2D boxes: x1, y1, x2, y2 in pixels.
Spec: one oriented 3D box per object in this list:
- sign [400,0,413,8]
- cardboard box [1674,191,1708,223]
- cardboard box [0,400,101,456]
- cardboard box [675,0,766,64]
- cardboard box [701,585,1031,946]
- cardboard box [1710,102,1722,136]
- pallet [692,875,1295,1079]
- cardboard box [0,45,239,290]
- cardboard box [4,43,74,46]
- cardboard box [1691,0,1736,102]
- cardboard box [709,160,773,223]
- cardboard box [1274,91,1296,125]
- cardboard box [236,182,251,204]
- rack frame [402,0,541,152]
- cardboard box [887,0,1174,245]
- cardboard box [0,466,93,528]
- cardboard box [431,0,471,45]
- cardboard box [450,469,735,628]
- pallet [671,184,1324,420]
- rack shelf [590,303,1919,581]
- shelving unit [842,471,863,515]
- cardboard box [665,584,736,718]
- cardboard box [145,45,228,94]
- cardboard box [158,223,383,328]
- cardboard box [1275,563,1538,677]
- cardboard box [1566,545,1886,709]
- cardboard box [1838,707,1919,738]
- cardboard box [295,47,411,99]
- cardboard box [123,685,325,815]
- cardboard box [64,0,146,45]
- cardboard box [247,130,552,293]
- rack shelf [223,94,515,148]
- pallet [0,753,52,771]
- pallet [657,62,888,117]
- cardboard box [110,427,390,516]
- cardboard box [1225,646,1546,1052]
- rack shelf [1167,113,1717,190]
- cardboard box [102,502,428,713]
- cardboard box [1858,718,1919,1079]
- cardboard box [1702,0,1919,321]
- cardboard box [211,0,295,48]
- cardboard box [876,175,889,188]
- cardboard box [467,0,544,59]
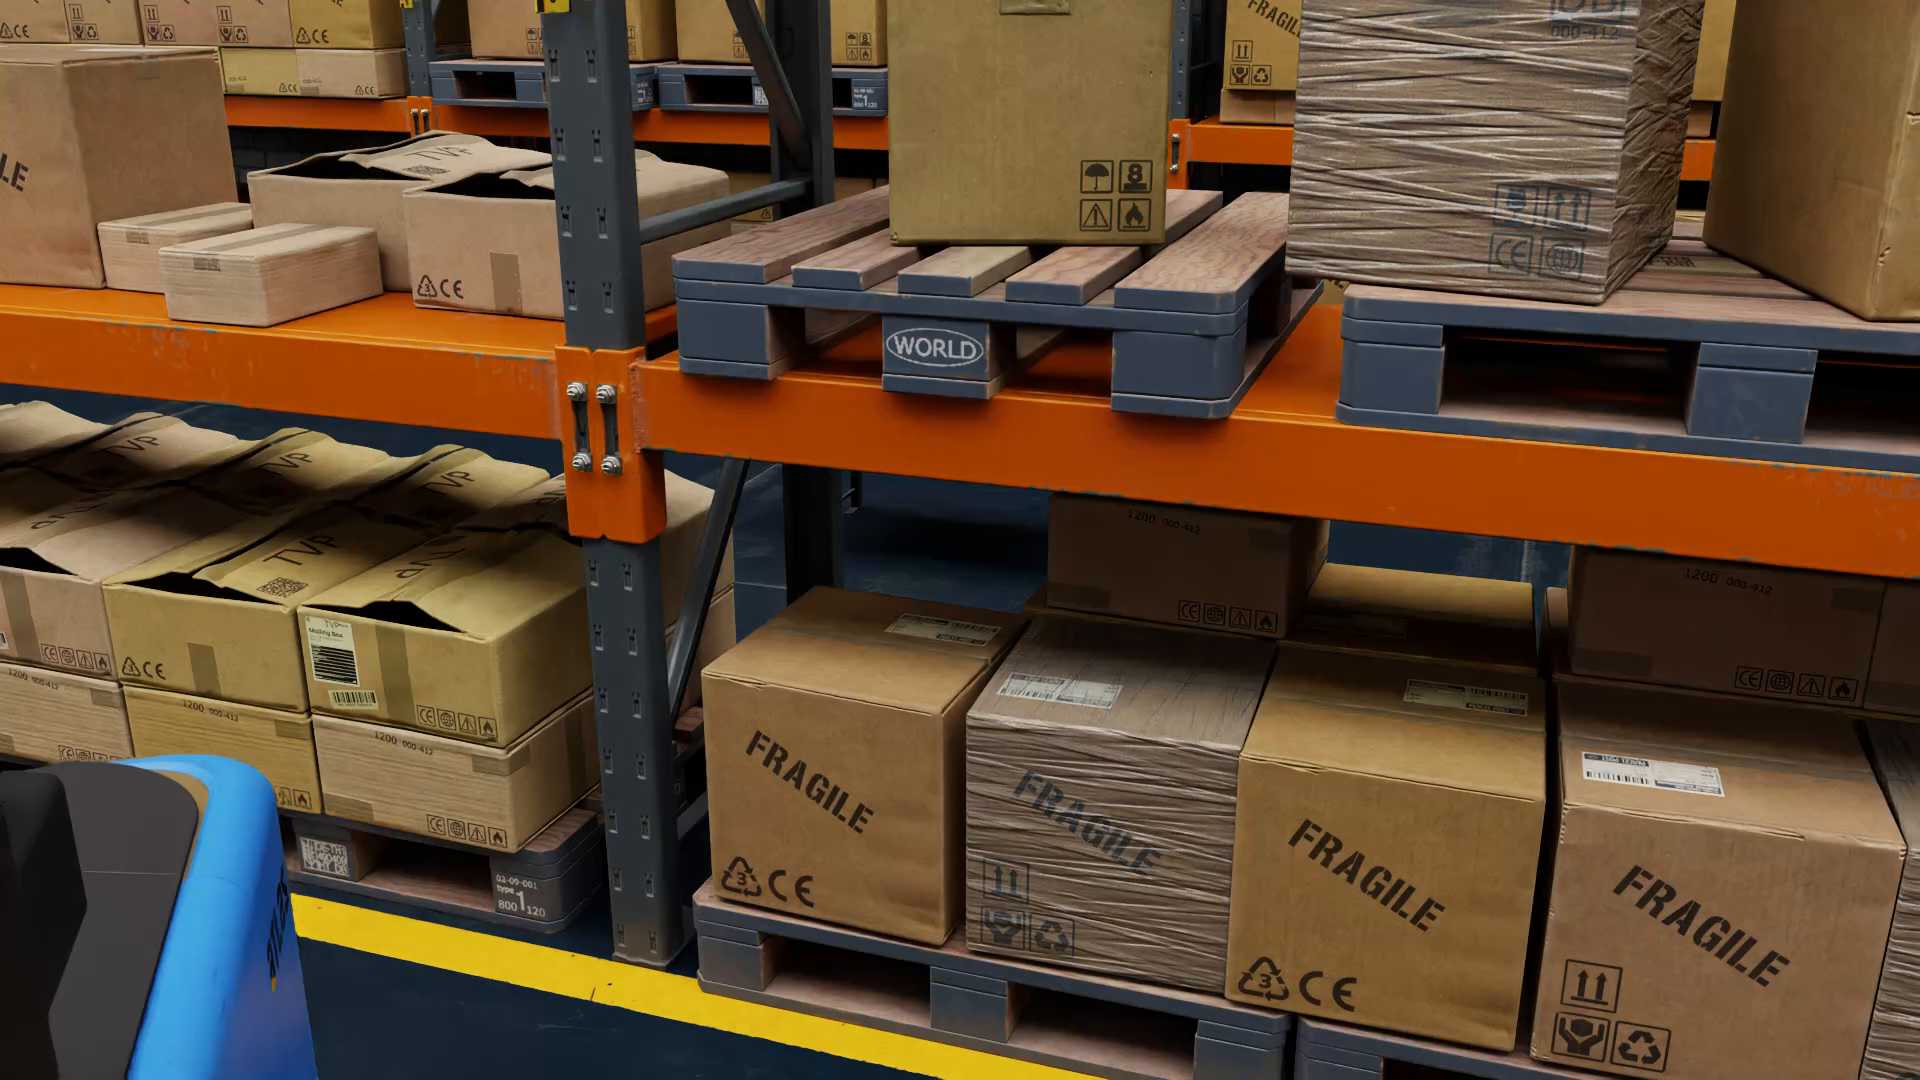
[{"bbox_3d":[-2.838,-2.886,8.482,0.005,0.325,0.100,7,20,18],"label":"sign"},{"bbox_3d":[3.392,-1.090,7.275,0.750,0.750,0.750,7,20,20],"label":"cardboard box"},{"bbox_3d":[-2.849,-0.207,4.800,0.500,0.311,0.500,6,20,18],"label":"cardboard box"},{"bbox_3d":[-1.040,-2.712,8.478,0.500,0.500,0.700,10,21,26],"label":"cardboard box"},{"bbox_3d":[-0.175,0.437,3.395,0.500,0.500,0.500,7,21,20],"label":"cardboard box"},{"bbox_3d":[3.292,-1.772,6.955,0.250,0.149,0.380,6,20,17],"label":"cardboard box"},{"bbox_3d":[0.182,0.735,3.646,1.213,0.211,1.003,7,20,18],"label":"pallet"},{"bbox_3d":[-2.101,-0.897,3.941,0.500,0.500,0.500,5,20,15],"label":"cardboard box"},{"bbox_3d":[-5.115,-2.757,9.626,0.500,0.250,0.500,6,20,17],"label":"cardboard box"},{"bbox_3d":[2.940,-2.112,6.944,0.500,0.500,0.500,7,20,20],"label":"cardboard box"},{"bbox_3d":[-1.057,-1.852,8.822,0.500,0.250,0.500,6,20,16],"label":"cardboard box"},{"bbox_3d":[1.581,-1.968,7.515,0.250,0.149,0.380,7,20,19],"label":"cardboard box"},{"bbox_3d":[-4.607,-1.847,9.946,0.500,0.500,0.700,5,20,15],"label":"cardboard box"},{"bbox_3d":[-2.667,-2.646,9.111,0.127,3.000,1.000,7,20,18],"label":"rack frame"},{"bbox_3d":[0.121,-0.886,3.272,0.500,0.500,0.700,0,19,0],"label":"cardboard box"},{"bbox_3d":[-2.528,0.017,4.157,0.500,0.311,0.500,7,20,20],"label":"cardboard box"},{"bbox_3d":[-3.043,-3.055,9.341,0.500,0.500,0.500,6,20,17],"label":"cardboard box"},{"bbox_3d":[-0.909,0.014,4.167,0.500,0.311,0.500,7,20,20],"label":"cardboard box"},{"bbox_3d":[0.152,-0.532,3.336,1.003,0.211,1.213,7,20,18],"label":"pallet"},{"bbox_3d":[1.378,-0.118,2.951,4.000,0.370,1.077,7,20,18],"label":"rack shelf"},{"bbox_3d":[0.006,-0.530,5.889,1.048,1.125,0.538,7,20,18],"label":"shelving unit"},{"bbox_3d":[-0.909,0.278,4.260,0.500,0.250,0.500,6,20,18],"label":"cardboard box"},{"bbox_3d":[-4.162,-2.648,9.313,0.500,0.250,0.500,6,20,18],"label":"cardboard box"},{"bbox_3d":[-1.451,-0.566,3.526,0.250,0.149,0.380,7,20,18],"label":"cardboard box"},{"bbox_3d":[0.938,0.383,3.550,0.500,0.500,0.500,6,20,16],"label":"cardboard box"},{"bbox_3d":[1.472,0.087,3.260,0.500,0.250,0.500,6,20,17],"label":"cardboard box"},{"bbox_3d":[1.913,0.492,3.236,0.500,0.500,0.500,7,20,19],"label":"cardboard box"},{"bbox_3d":[-3.214,-2.542,9.009,0.500,0.250,0.500,7,20,18],"label":"cardboard box"},{"bbox_3d":[-1.576,0.391,3.937,0.500,0.250,0.500,6,20,17],"label":"cardboard box"},{"bbox_3d":[-4.653,-3.060,9.356,0.500,0.500,0.500,7,20,20],"label":"cardboard box"},{"bbox_3d":[-1.292,-0.788,3.917,0.500,0.311,0.500,6,20,17],"label":"cardboard box"},{"bbox_3d":[-4.557,-2.523,9.849,4.000,0.370,1.077,7,20,18],"label":"rack shelf"},{"bbox_3d":[-2.425,0.410,4.580,1.213,0.211,1.003,7,20,18],"label":"pallet"},{"bbox_3d":[-0.772,-2.325,8.480,1.213,0.211,1.003,7,20,18],"label":"pallet"},{"bbox_3d":[-1.889,-0.096,4.483,0.500,0.311,0.500,6,20,17],"label":"cardboard box"},{"bbox_3d":[0.794,0.547,3.078,0.500,0.500,0.500,6,20,17],"label":"cardboard box"},{"bbox_3d":[3.000,-1.659,7.370,4.000,0.370,1.077,7,20,18],"label":"rack shelf"},{"bbox_3d":[-1.580,0.127,3.841,0.500,0.311,0.500,6,20,17],"label":"cardboard box"},{"bbox_3d":[1.769,0.656,2.765,0.500,0.500,0.500,7,20,19],"label":"cardboard box"},{"bbox_3d":[1.578,-0.659,2.619,0.500,0.500,0.700,1,19,4],"label":"cardboard box"},{"bbox_3d":[-3.689,-2.946,9.029,0.500,0.500,0.500,6,20,18],"label":"cardboard box"},{"bbox_3d":[-0.104,-1.738,8.496,0.500,0.250,0.500,7,20,19],"label":"cardboard box"},{"bbox_3d":[-2.198,-2.836,8.834,0.500,0.500,0.700,7,20,18],"label":"cardboard box"}]
